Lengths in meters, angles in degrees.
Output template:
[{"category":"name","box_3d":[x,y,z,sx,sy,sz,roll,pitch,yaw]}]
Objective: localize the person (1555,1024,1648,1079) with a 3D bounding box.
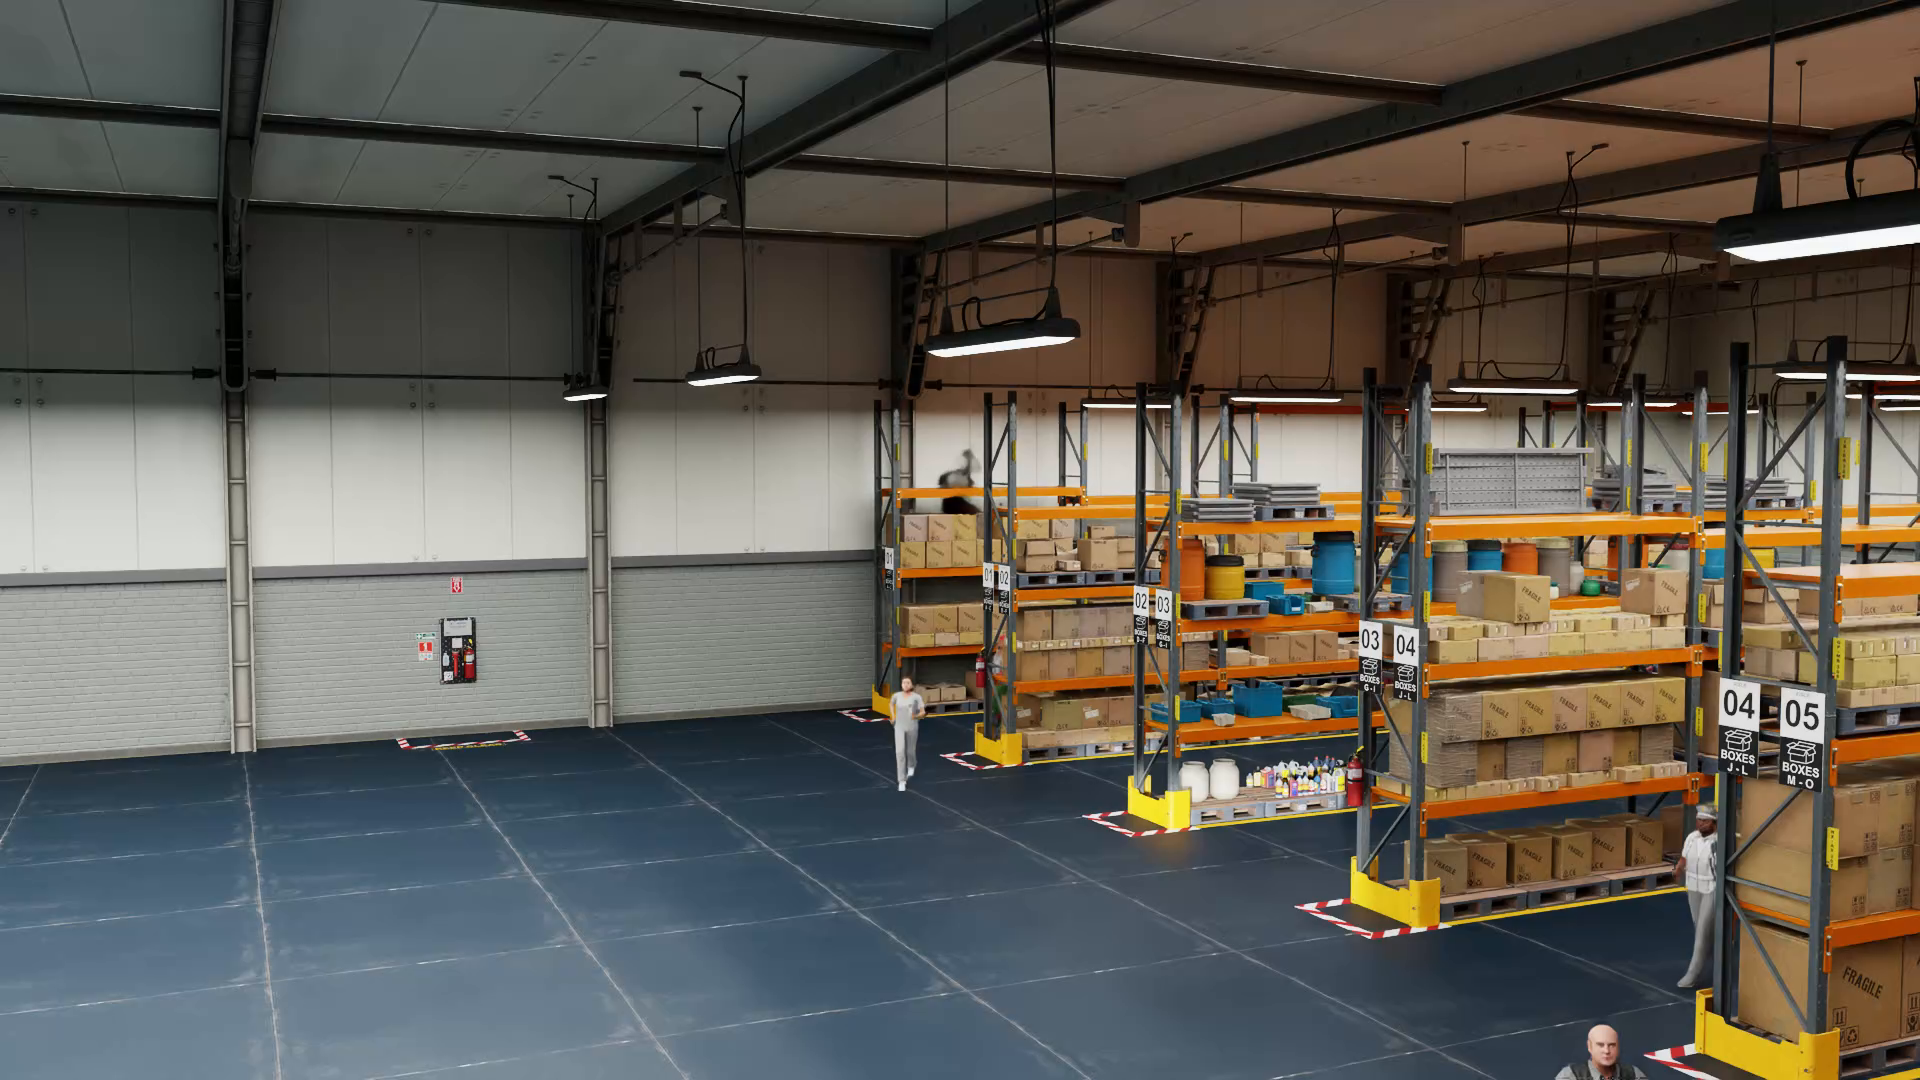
[{"category":"person","box_3d":[3.783,3.742,9.821,0.689,1.635,0.939,1,3,12]}]

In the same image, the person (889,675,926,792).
[{"category":"person","box_3d":[-0.798,2.865,25.015,0.567,1.680,0.955,0,3,5]}]

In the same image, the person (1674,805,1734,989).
[{"category":"person","box_3d":[7.184,3.380,15.975,0.930,1.701,0.587,-2,4,-32]}]

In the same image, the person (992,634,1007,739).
[{"category":"person","box_3d":[0.719,2.549,29.002,0.735,1.820,0.645,-2,4,-27]}]
